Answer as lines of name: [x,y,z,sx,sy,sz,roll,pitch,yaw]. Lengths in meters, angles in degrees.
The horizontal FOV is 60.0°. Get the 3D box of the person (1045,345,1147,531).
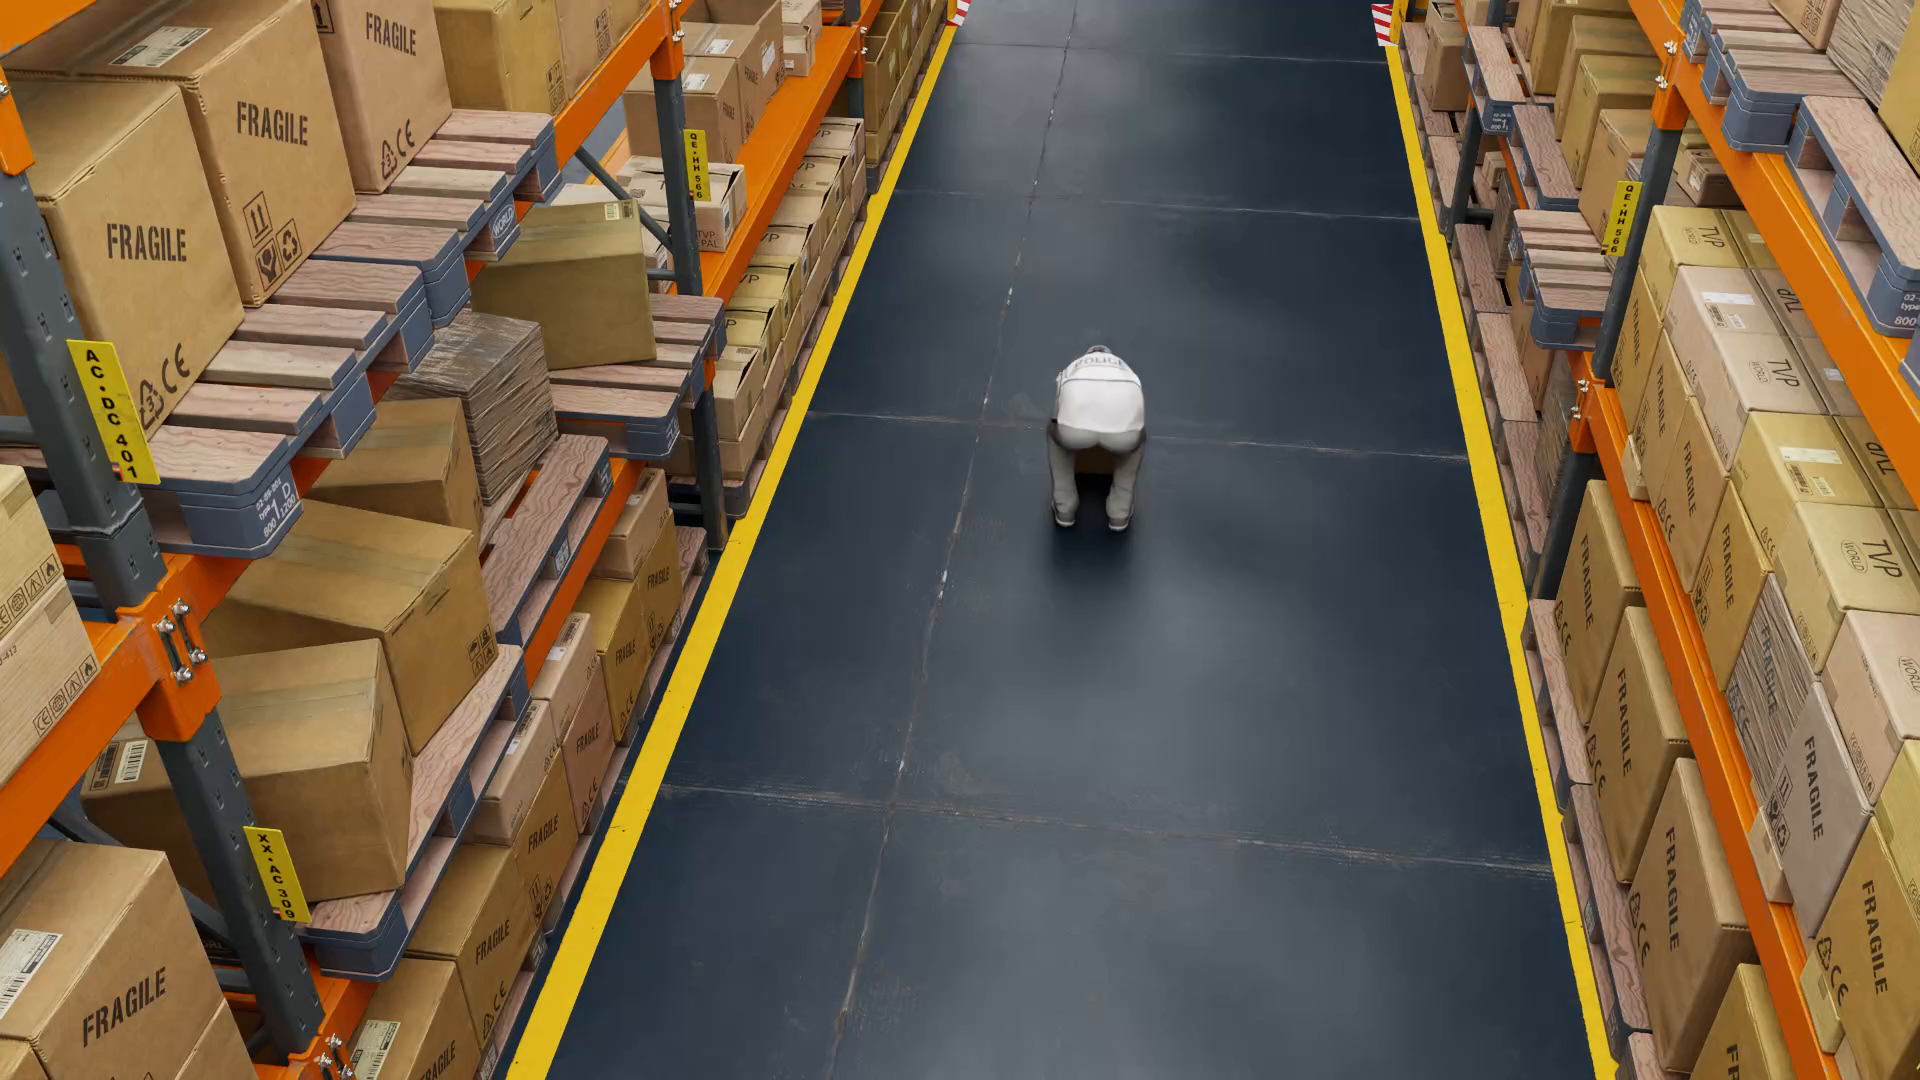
person: [0.696,-0.573,8.473,0.520,0.886,0.936,3,36,4]
